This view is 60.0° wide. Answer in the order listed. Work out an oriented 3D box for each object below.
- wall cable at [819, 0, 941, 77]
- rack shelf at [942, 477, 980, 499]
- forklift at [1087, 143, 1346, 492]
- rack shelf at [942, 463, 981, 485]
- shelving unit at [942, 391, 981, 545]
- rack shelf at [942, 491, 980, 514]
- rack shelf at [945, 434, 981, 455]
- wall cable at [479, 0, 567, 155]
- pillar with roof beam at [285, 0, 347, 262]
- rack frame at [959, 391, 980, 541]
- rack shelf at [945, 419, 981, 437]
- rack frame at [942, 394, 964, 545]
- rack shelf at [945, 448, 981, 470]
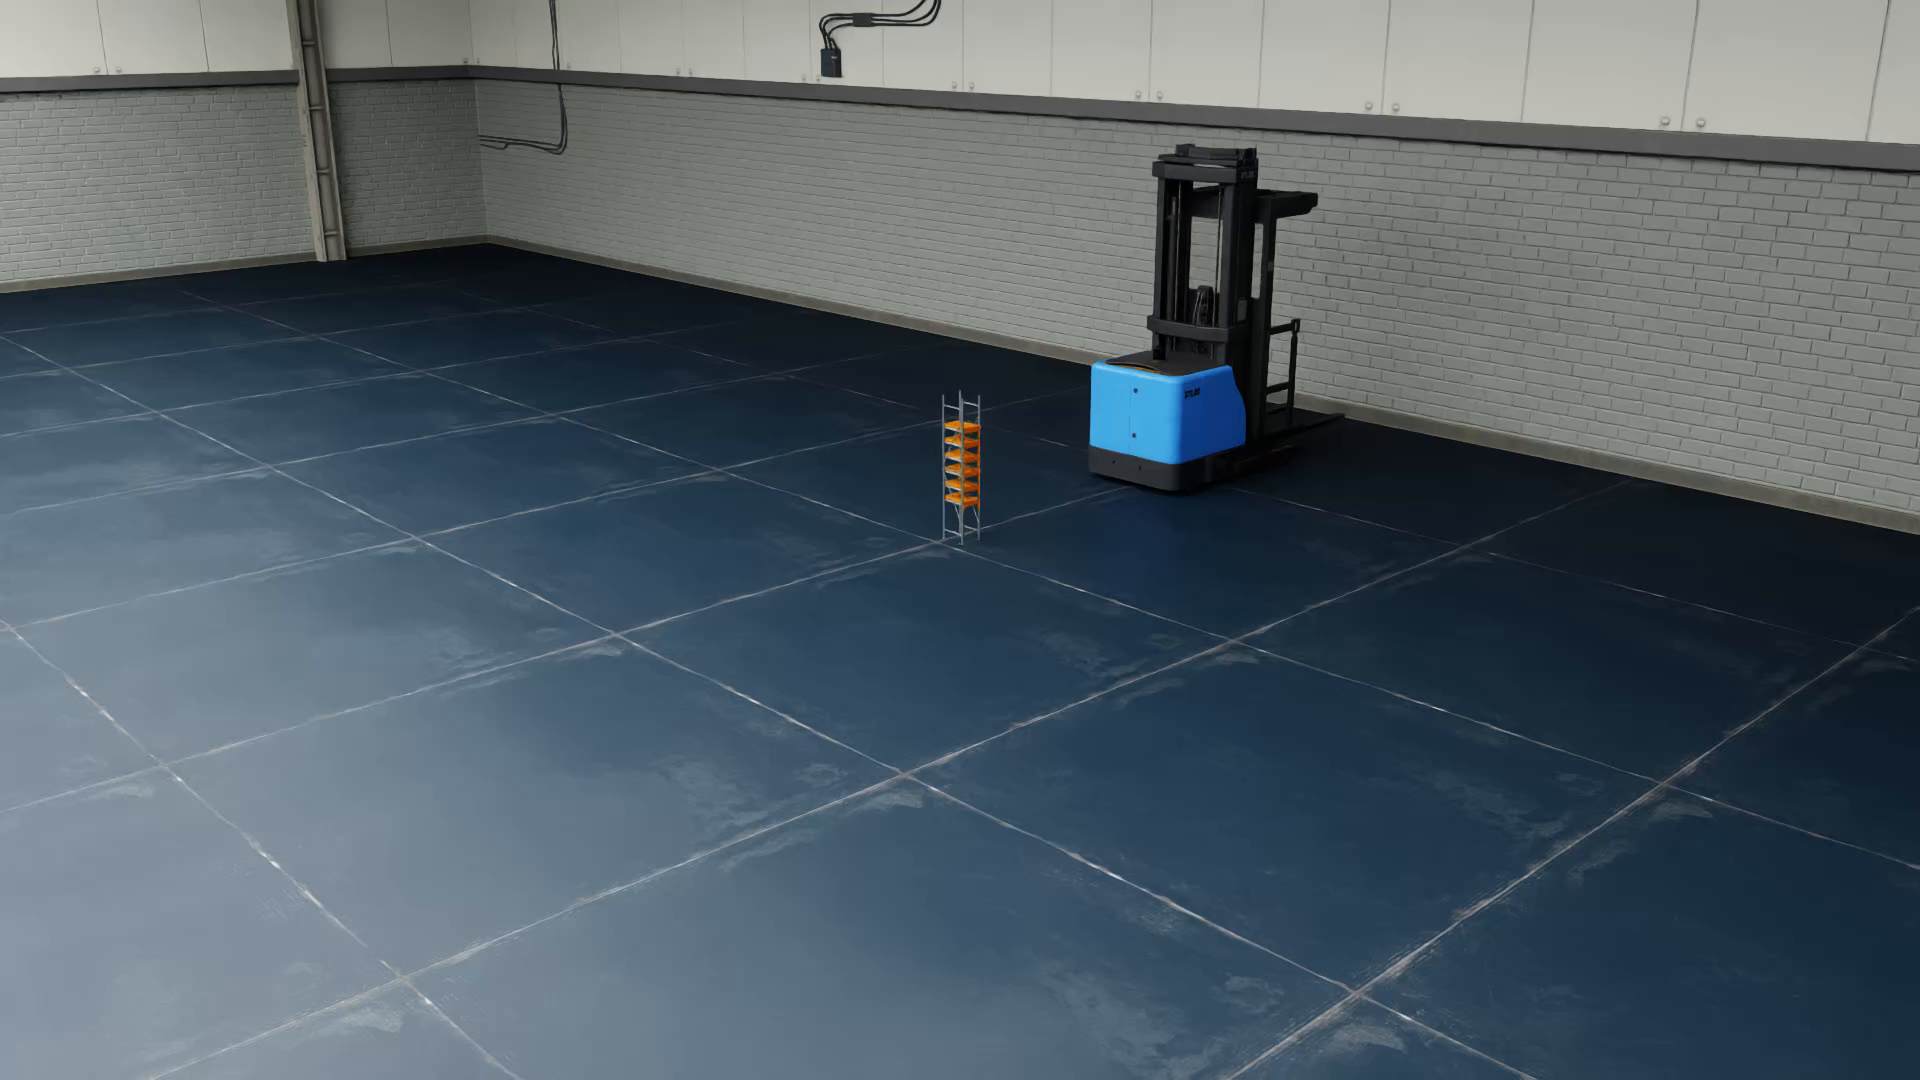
[{"bbox_3d":[-1.043,-8.820,20.583,0.169,6.003,2.305,-16,24,-41],"label":"wall cable"},{"bbox_3d":[0.011,-0.417,13.360,0.180,0.103,0.258,-16,24,-41],"label":"rack shelf"},{"bbox_3d":[2.564,-2.187,15.478,1.130,2.935,3.031,17,25,42],"label":"forklift"},{"bbox_3d":[0.011,-0.532,13.323,0.180,0.103,0.258,-16,24,-41],"label":"rack shelf"},{"bbox_3d":[0.011,-0.574,13.309,0.189,1.200,0.258,-16,24,-41],"label":"shelving unit"},{"bbox_3d":[0.011,-0.303,13.397,0.180,0.103,0.258,-16,24,-41],"label":"rack shelf"},{"bbox_3d":[0.010,-0.760,13.249,0.180,0.103,0.258,-16,24,-41],"label":"rack shelf"},{"bbox_3d":[-7.554,-7.856,28.159,0.112,2.526,3.097,-16,24,-41],"label":"wall cable"},{"bbox_3d":[-7.646,-8.040,23.693,0.400,9.000,9.100,-16,24,-41],"label":"pillar with roof beam"},{"bbox_3d":[0.077,-0.593,13.369,0.006,1.200,0.240,-16,24,-41],"label":"rack frame"},{"bbox_3d":[0.010,-0.874,13.212,0.180,0.103,0.258,-16,24,-41],"label":"rack shelf"},{"bbox_3d":[-0.056,-0.554,13.249,0.006,1.200,0.240,-16,24,-41],"label":"rack frame"},{"bbox_3d":[0.011,-0.646,13.286,0.180,0.103,0.258,-16,24,-41],"label":"rack shelf"}]
